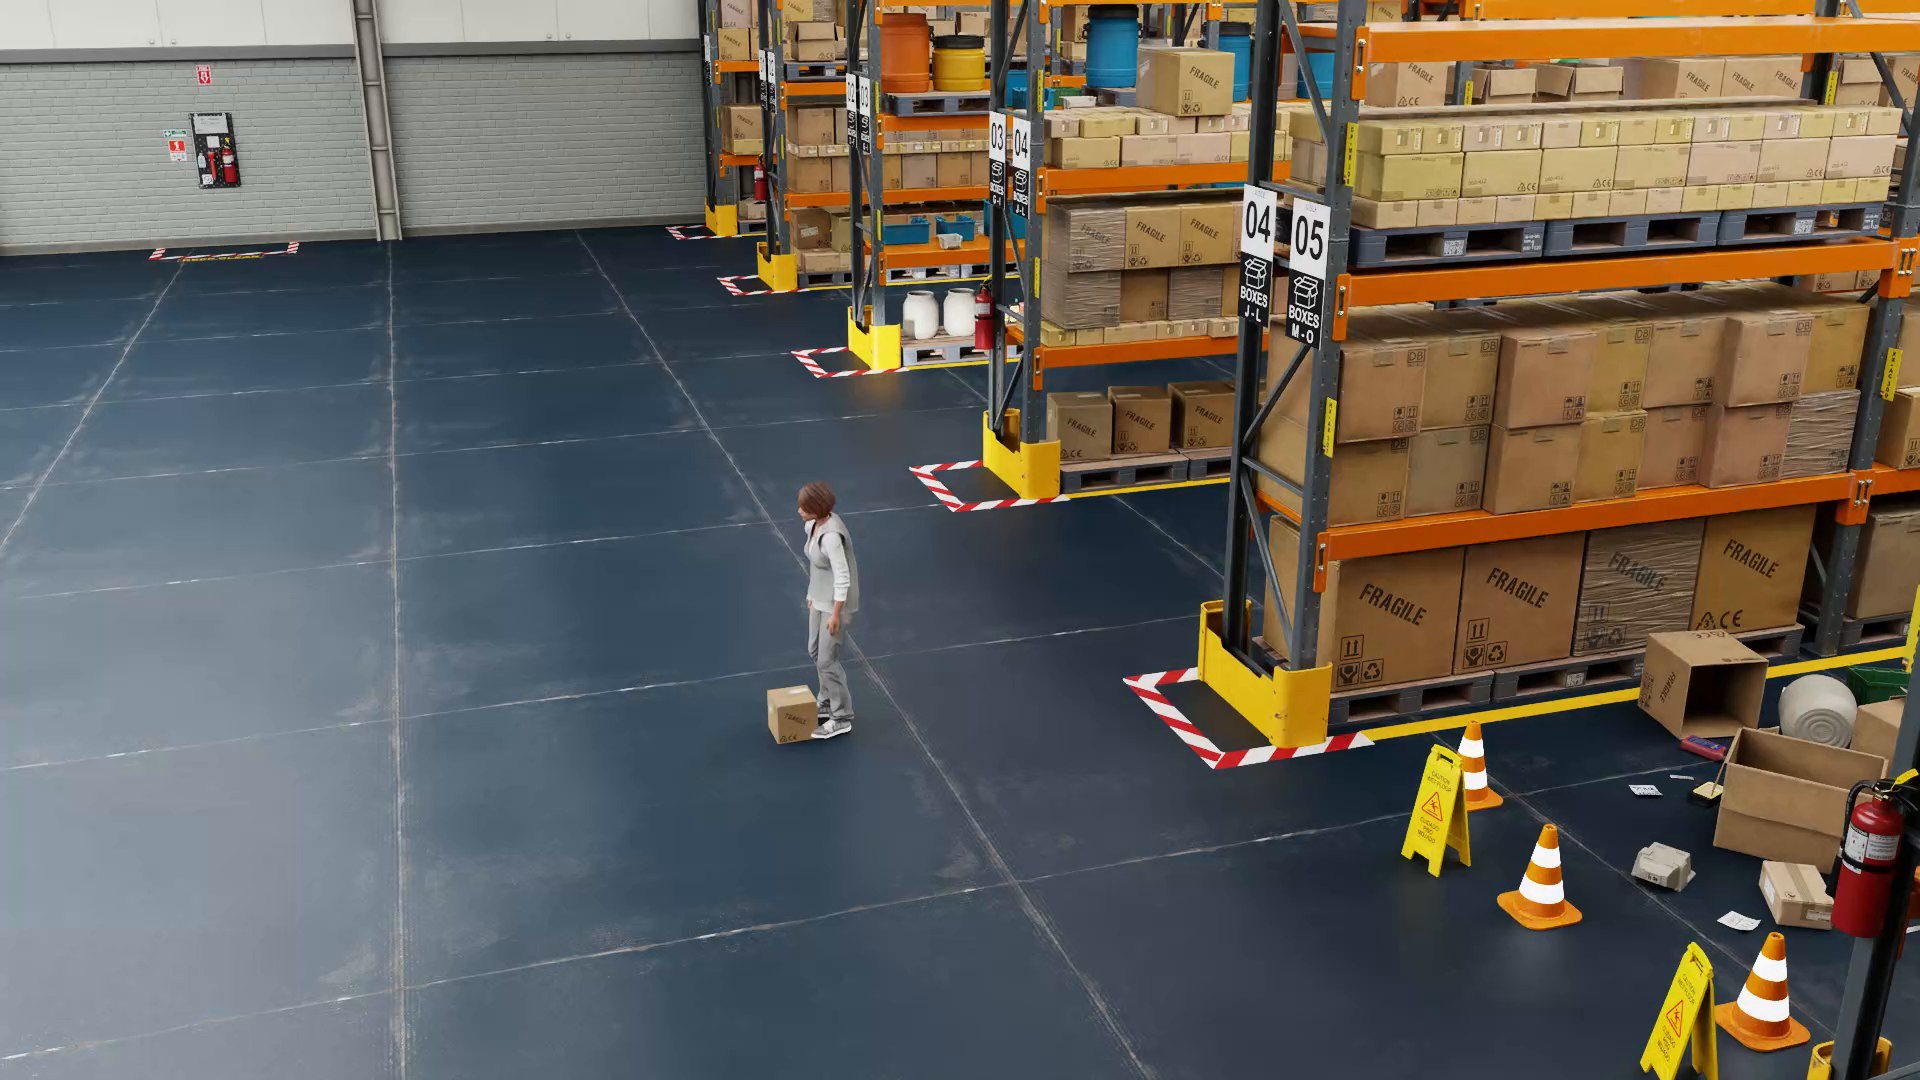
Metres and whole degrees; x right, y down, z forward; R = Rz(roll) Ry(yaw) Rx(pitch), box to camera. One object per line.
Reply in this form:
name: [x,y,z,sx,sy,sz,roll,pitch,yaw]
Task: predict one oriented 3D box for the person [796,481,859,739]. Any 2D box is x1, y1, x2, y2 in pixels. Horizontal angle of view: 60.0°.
person: [-0.794,0.405,9.962,0.345,1.580,0.478,-8,21,-20]
